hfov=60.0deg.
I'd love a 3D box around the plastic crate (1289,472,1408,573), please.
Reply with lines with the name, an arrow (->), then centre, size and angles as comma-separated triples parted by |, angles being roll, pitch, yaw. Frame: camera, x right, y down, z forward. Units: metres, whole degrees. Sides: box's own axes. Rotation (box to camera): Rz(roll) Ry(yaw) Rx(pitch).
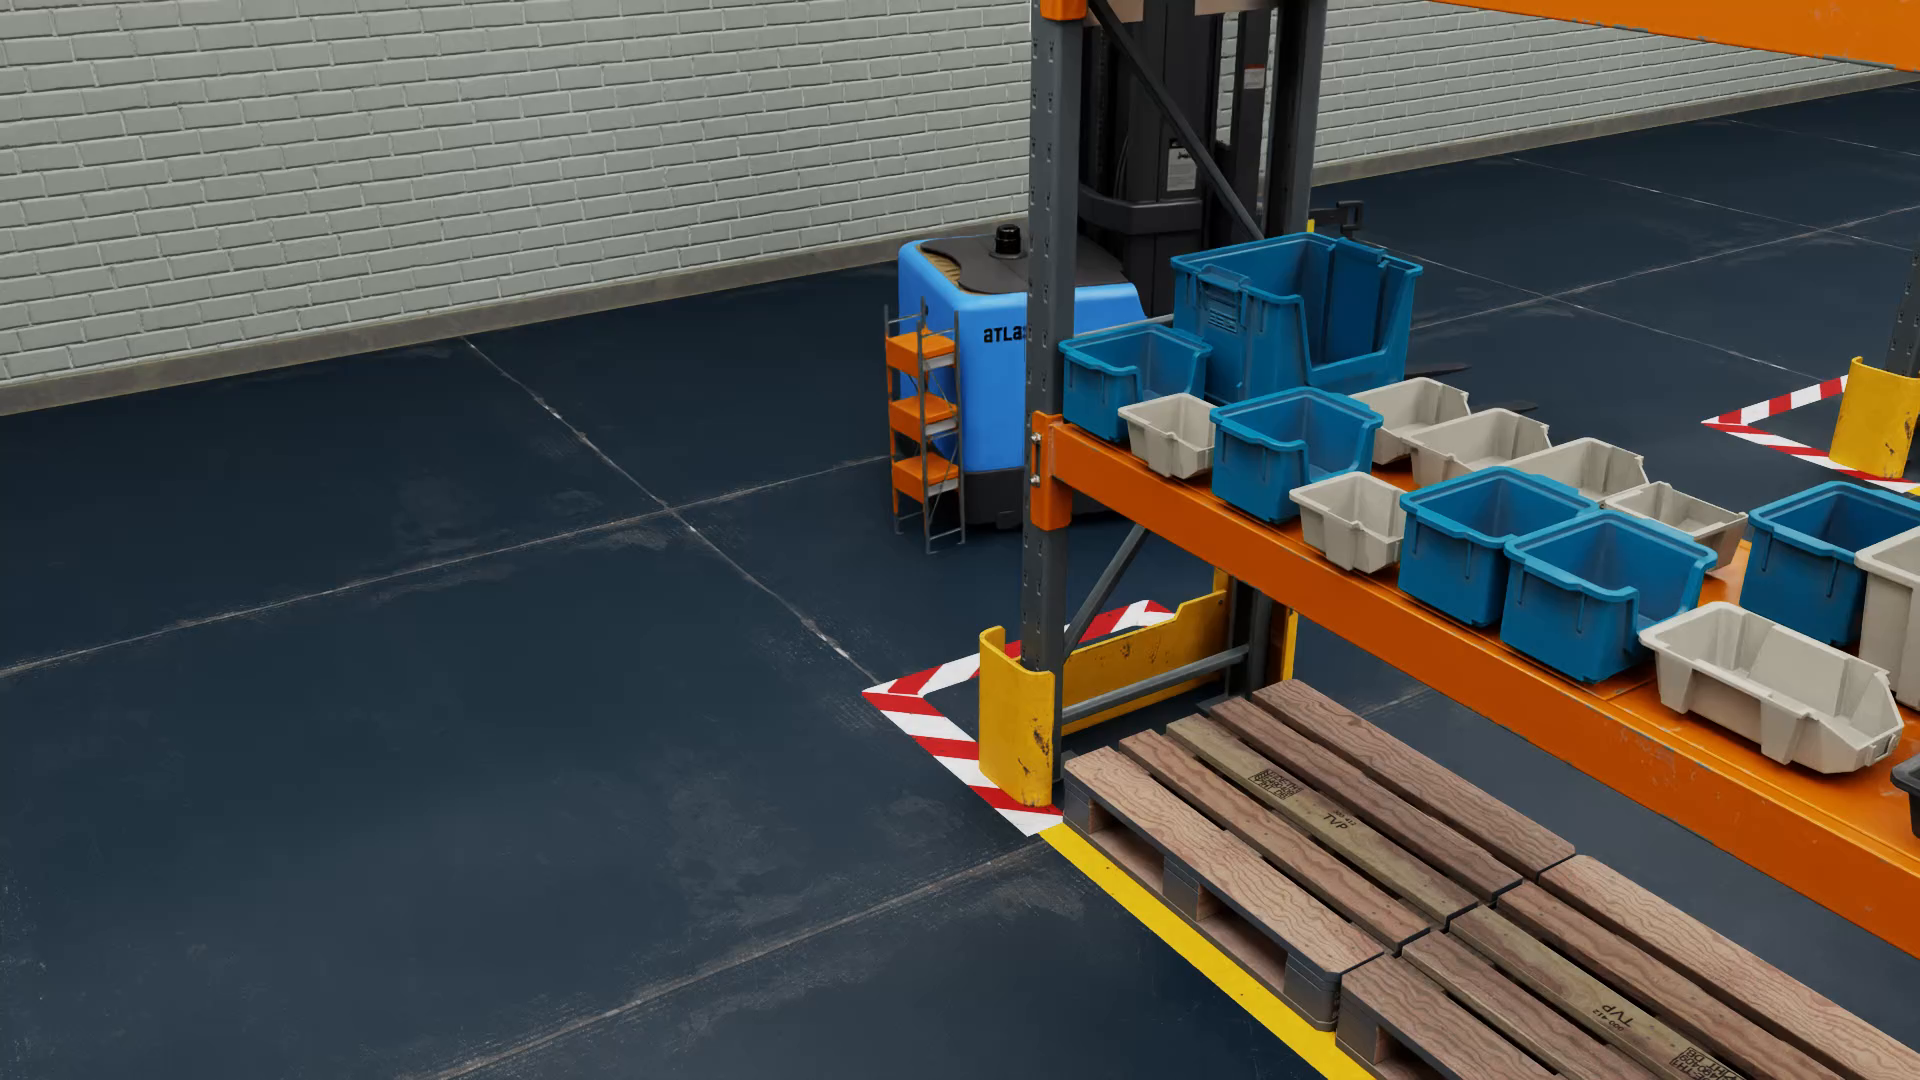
plastic crate -> 0.981, -0.032, 4.043 | 0.250, 0.136, 0.298 | -16, 29, -30

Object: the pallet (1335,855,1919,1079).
pallet -> 1.725, 1.335, 4.175 | 1.003, 0.211, 1.213 | -16, 29, -30

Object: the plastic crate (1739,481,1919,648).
plastic crate -> 1.982, 0.057, 3.741 | 0.416, 0.233, 0.300 | -16, 29, -30

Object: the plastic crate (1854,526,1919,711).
plastic crate -> 2.150, 0.202, 3.377 | 0.437, 0.282, 0.530 | -16, 29, -30

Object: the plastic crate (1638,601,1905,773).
plastic crate -> 1.627, 0.304, 3.331 | 0.293, 0.136, 0.466 | -16, 29, -30

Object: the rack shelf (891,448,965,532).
rack shelf -> -0.137, -0.217, 7.146 | 0.215, 0.259, 0.240 | -19, 31, -30

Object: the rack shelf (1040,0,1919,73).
rack shelf -> 1.738, -0.982, 3.145 | 1.077, 0.370, 4.000 | -16, 29, -30

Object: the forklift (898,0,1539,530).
forklift -> 1.278, -1.720, 7.461 | 3.031, 2.935, 1.130 | -7, 26, -15

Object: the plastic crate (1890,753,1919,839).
plastic crate -> 1.993, 0.524, 2.878 | 0.437, 0.125, 0.590 | -16, 29, -30

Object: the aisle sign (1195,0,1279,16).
aisle sign -> 0.852, -1.936, 4.792 | 0.394, 0.787, 0.004 | -16, 29, -30

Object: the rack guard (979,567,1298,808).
rack guard -> 0.622, 0.459, 5.693 | 1.175, 0.500, 0.348 | -16, 29, -30

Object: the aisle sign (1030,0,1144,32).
aisle sign -> 0.358, -1.798, 4.500 | 0.394, 0.787, 0.004 | -16, 29, -30

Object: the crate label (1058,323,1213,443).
crate label -> 0.505, -0.453, 4.821 | 0.416, 0.233, 0.303 | -16, 29, -30

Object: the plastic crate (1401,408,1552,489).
plastic crate -> 1.389, -0.218, 4.436 | 0.396, 0.136, 0.243 | -16, 29, -30

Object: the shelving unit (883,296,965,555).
shelving unit -> -0.146, -0.475, 7.018 | 0.215, 1.050, 0.252 | -19, 31, -30

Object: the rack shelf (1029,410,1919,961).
rack shelf -> 1.738, 0.375, 3.786 | 1.077, 0.370, 4.000 | -16, 29, -30

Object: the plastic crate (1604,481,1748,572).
plastic crate -> 1.739, -0.022, 4.022 | 0.298, 0.136, 0.250 | -16, 29, -30

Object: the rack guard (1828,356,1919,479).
rack guard -> 4.783, -0.699, 8.144 | 1.175, 0.500, 0.348 | -16, 29, -30

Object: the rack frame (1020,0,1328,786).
rack frame -> 0.646, -0.666, 5.147 | 1.000, 3.000, 0.127 | -16, 29, -30

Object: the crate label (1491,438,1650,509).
crate label -> 1.561, -0.124, 4.237 | 0.396, 0.136, 0.243 | -16, 29, -30

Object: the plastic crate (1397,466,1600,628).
plastic crate -> 1.224, 0.018, 3.823 | 0.416, 0.233, 0.300 | -16, 29, -30

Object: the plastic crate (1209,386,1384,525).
plastic crate -> 0.864, -0.217, 4.322 | 0.416, 0.233, 0.300 | -16, 29, -30

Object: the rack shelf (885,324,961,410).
rack shelf -> -0.153, -0.720, 6.897 | 0.215, 0.259, 0.240 | -19, 31, -30

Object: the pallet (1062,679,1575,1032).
pallet -> 1.064, 0.899, 5.099 | 1.003, 0.211, 1.213 | -16, 29, -30

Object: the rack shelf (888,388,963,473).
rack shelf -> -0.145, -0.466, 7.023 | 0.215, 0.259, 0.240 | -19, 31, -30

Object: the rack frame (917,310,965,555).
rack frame -> -0.075, -0.433, 6.928 | 0.200, 1.050, 0.008 | -19, 31, -30

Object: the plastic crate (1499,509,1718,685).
plastic crate -> 1.387, 0.126, 3.596 | 0.416, 0.233, 0.300 | -16, 29, -30

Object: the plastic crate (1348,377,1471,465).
plastic crate -> 1.243, -0.325, 4.662 | 0.396, 0.136, 0.243 | -16, 29, -30

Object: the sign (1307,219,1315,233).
sign -> 1.098, -0.874, 5.396 | 0.100, 0.325, 0.005 | -16, 29, -30

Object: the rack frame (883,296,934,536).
rack frame -> -0.216, -0.518, 7.108 | 0.200, 1.050, 0.008 | -19, 31, -30

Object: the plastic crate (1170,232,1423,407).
plastic crate -> 0.985, -0.633, 4.965 | 0.616, 0.435, 0.499 | -16, 29, -30

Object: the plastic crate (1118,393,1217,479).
plastic crate -> 0.611, -0.275, 4.557 | 0.250, 0.136, 0.298 | -16, 29, -30

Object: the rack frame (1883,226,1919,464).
rack frame -> 4.796, -1.820, 7.592 | 1.000, 3.000, 0.127 | -16, 29, -30
